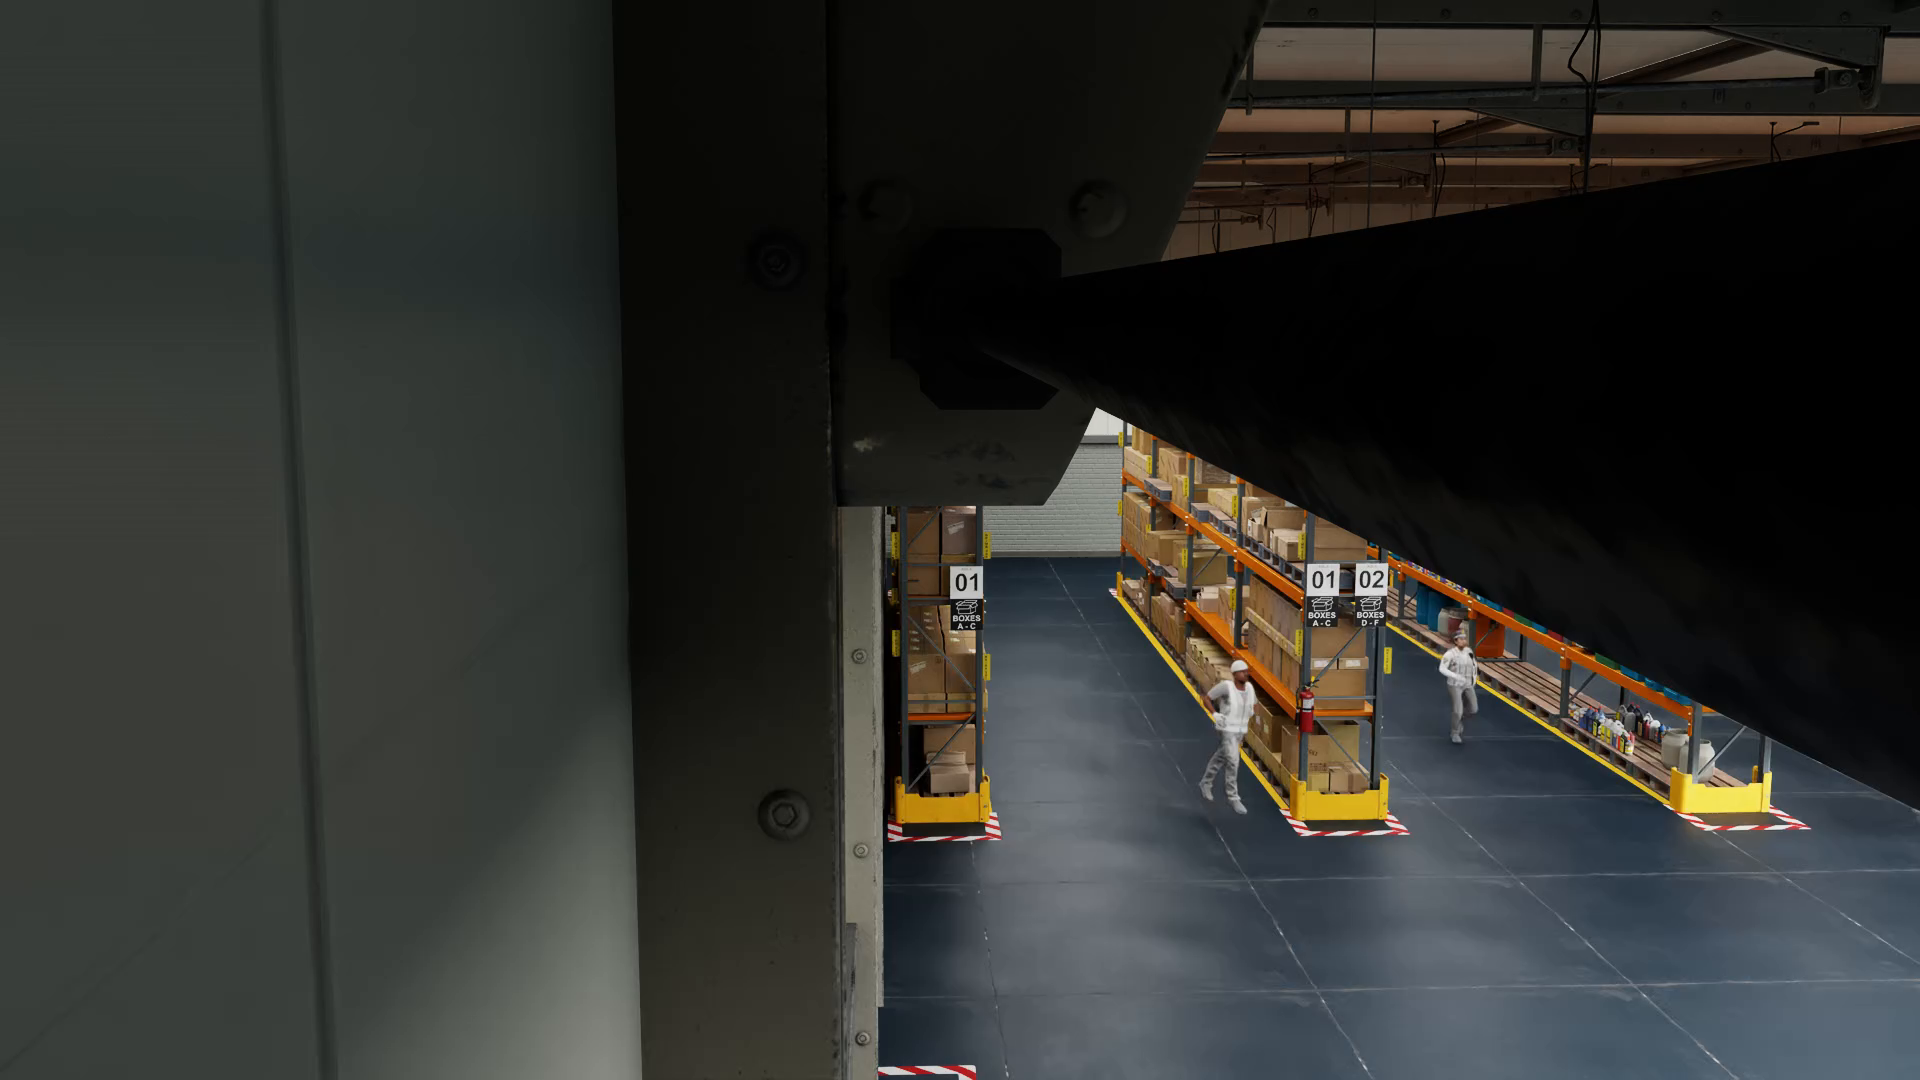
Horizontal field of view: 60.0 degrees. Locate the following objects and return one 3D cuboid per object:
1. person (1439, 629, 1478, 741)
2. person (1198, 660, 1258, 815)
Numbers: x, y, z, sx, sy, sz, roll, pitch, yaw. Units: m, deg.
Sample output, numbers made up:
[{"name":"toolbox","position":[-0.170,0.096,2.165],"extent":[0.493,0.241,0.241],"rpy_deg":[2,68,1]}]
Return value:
[{"name":"person","position":[7.299,2.118,24.196],"extent":[0.681,1.659,0.494],"rpy_deg":[-2,8,-17]},{"name":"person","position":[3.353,2.361,20.400],"extent":[0.705,1.816,0.888],"rpy_deg":[-6,10,-34]}]
